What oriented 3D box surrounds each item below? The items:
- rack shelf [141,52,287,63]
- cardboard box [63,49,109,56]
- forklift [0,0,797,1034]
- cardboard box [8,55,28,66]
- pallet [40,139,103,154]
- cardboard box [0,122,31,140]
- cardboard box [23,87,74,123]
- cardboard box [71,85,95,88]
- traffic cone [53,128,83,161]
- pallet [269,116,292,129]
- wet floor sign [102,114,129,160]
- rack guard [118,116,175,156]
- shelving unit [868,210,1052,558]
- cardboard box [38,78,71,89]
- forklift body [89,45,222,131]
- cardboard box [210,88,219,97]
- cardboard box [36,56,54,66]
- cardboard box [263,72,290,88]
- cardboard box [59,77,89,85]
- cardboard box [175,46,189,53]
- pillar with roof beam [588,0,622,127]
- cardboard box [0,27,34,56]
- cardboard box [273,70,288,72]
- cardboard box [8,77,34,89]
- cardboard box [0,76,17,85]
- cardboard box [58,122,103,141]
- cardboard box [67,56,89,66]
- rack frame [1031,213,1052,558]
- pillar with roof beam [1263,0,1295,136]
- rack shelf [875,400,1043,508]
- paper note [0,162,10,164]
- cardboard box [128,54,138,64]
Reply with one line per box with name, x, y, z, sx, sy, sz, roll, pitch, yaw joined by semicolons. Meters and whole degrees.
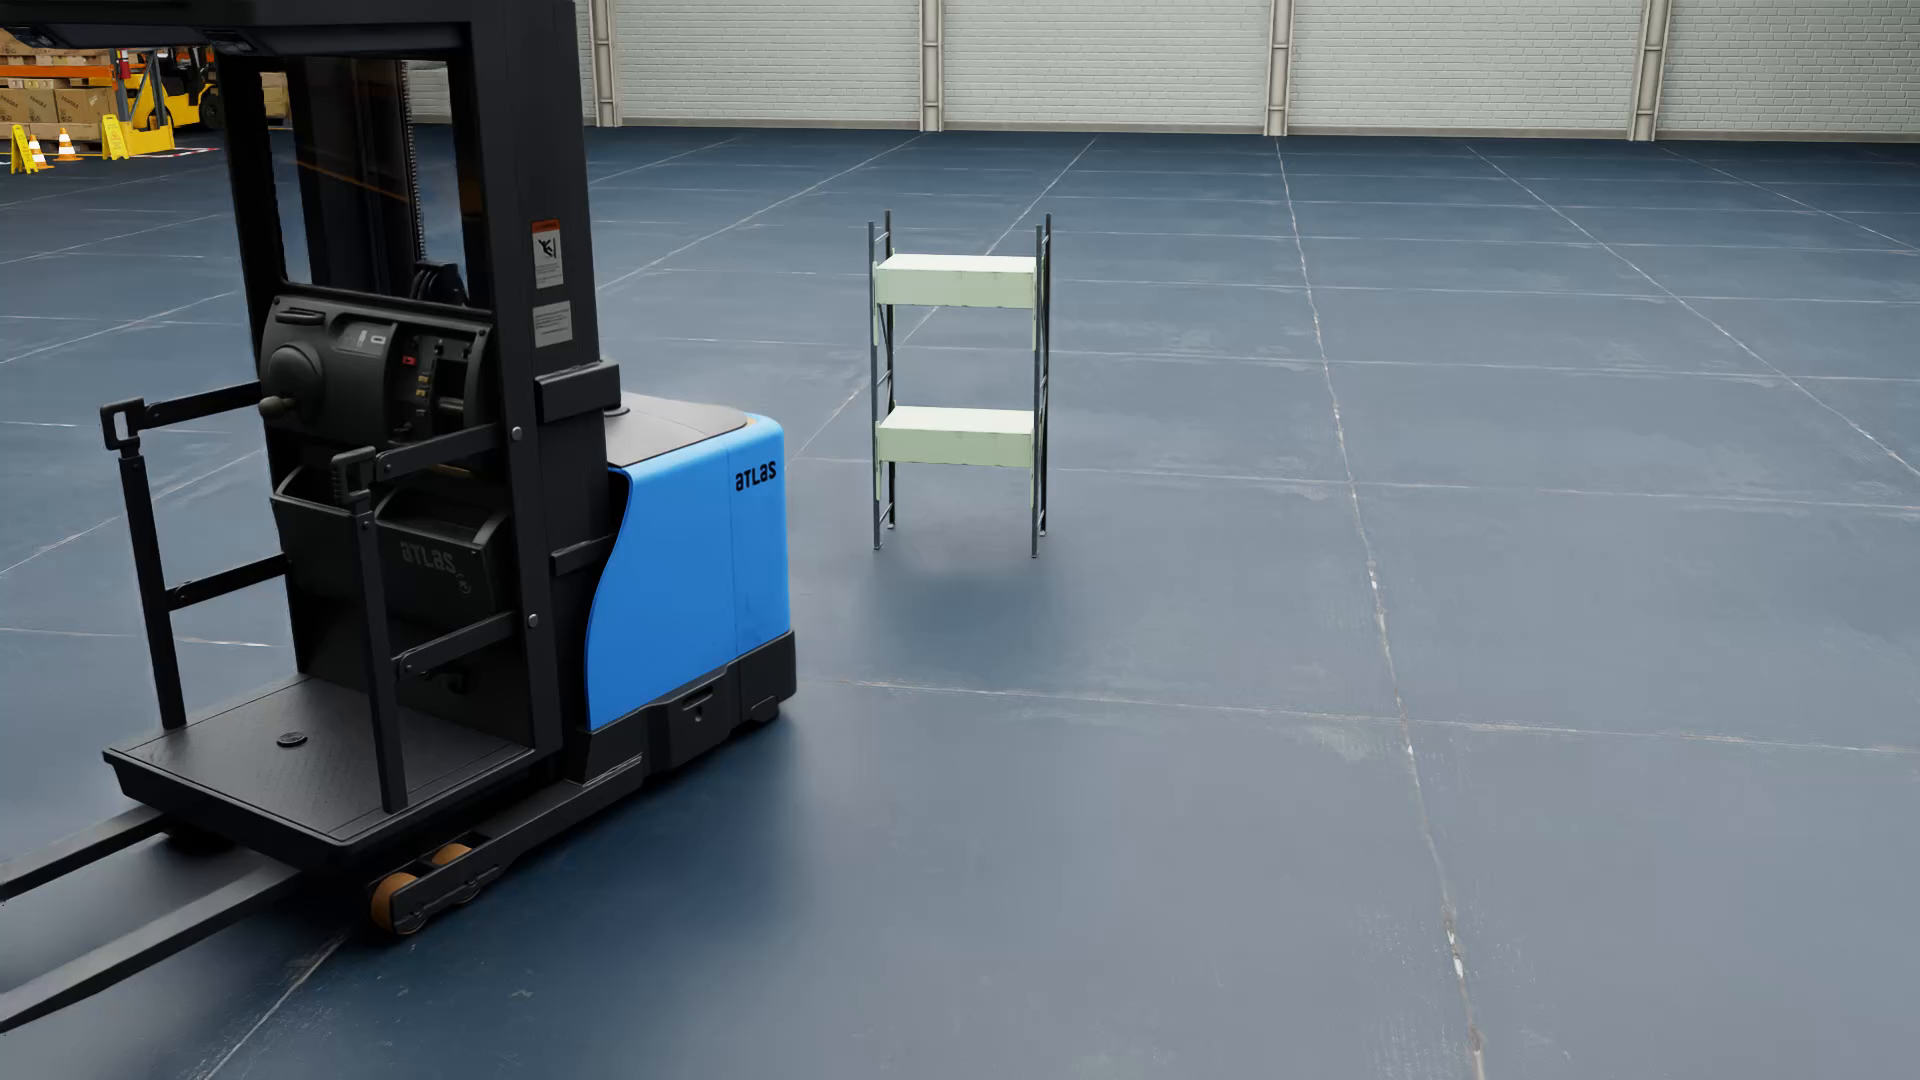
rack shelf;-13.772;-8.752;30.365;4.000;0.370;1.077;3;19;9
cardboard box;-13.160;-7.566;25.063;0.500;0.500;0.500;3;19;8
forklift;-1.800;-0.476;4.606;1.130;2.935;3.031;11;22;31
cardboard box;-14.258;-7.312;25.325;0.250;0.149;0.380;3;19;8
pallet;-13.452;-6.170;25.911;1.213;0.211;1.003;3;19;9
cardboard box;-14.449;-6.342;25.700;0.500;0.250;0.500;2;19;7
cardboard box;-13.929;-6.672;25.505;0.500;0.500;0.500;4;19;11
cardboard box;-13.874;-6.841;26.011;0.500;0.500;0.500;2;19;7
traffic cone;-13.210;-5.851;24.562;0.334;0.463;0.336;3;19;9
pallet;-12.559;-7.695;30.469;1.213;0.211;1.003;3;19;9
wet floor sign;-12.563;-5.976;24.645;0.232;0.644;0.267;10;21;27
rack guard;-12.656;-6.255;25.710;0.348;0.500;1.175;3;19;9
shelving unit;0.007;-0.711;7.564;0.755;1.500;0.431;3;19;9
cardboard box;-13.786;-6.951;25.319;0.250;0.149;0.380;3;19;10
forklift body;-13.959;-8.114;28.662;1.214;2.155;2.313;3;19;9
cardboard box;-13.334;-8.099;30.165;0.500;0.250;0.500;2;19;7
cardboard box;-13.760;-7.271;25.201;0.250;0.149;0.380;3;19;10
cardboard box;-12.301;-8.287;29.939;0.500;0.250;0.500;4;19;10
cardboard box;-16.263;-8.289;30.930;0.625;0.625;0.875;4;19;11
cardboard box;-13.839;-9.059;29.992;0.500;0.500;0.500;3;19;9
pillar with roof beam;-7.100;-10.504;25.014;0.400;9.000;9.100;3;19;9
cardboard box;-14.147;-7.619;25.221;0.500;0.500;0.500;3;19;8
cardboard box;-12.242;-8.445;30.411;0.500;0.250;0.500;3;19;8
cardboard box;-14.294;-6.979;25.401;0.250;0.149;0.380;4;19;11
cardboard box;-17.771;-8.368;31.165;0.625;0.625;0.875;2;19;6
cardboard box;-13.445;-6.290;25.545;0.500;0.250;0.500;3;19;8
cardboard box;-13.252;-7.248;25.132;0.250;0.149;0.380;3;19;8
rack frame;0.368;-0.692;7.509;0.023;1.500;0.400;3;19;9
pillar with roof beam;4.748;-9.900;23.209;0.400;9.000;9.100;3;19;9
rack shelf;0.007;-0.402;7.668;0.720;0.370;0.431;3;19;9
paper note;-13.830;-5.453;24.052;0.142;0.019;0.148;-3;19;-10
cardboard box;-12.883;-7.400;25.587;0.250;0.149;0.380;3;19;9
